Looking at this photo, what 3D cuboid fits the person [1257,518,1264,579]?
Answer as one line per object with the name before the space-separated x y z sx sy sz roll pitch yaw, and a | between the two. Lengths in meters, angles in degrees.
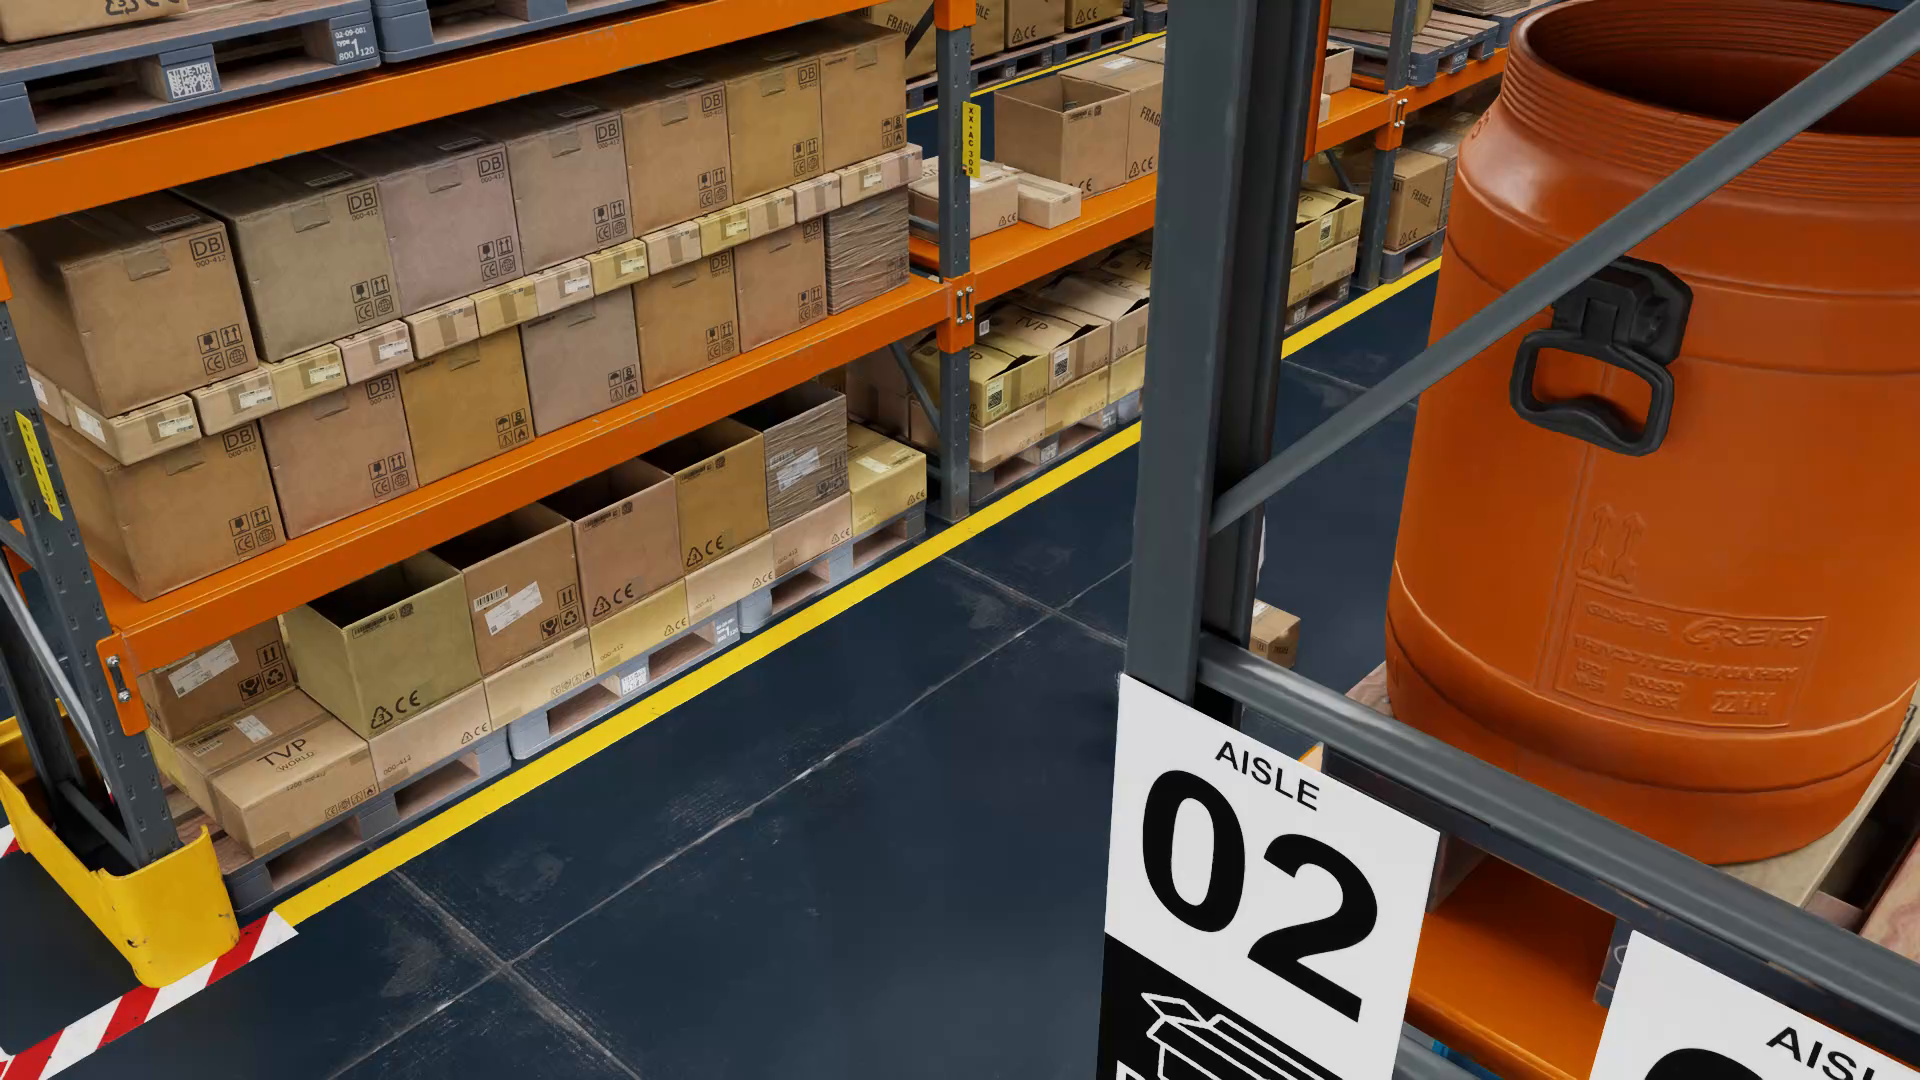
person | 1.020 0.000 6.622 0.506 1.688 0.456 25 40 35
